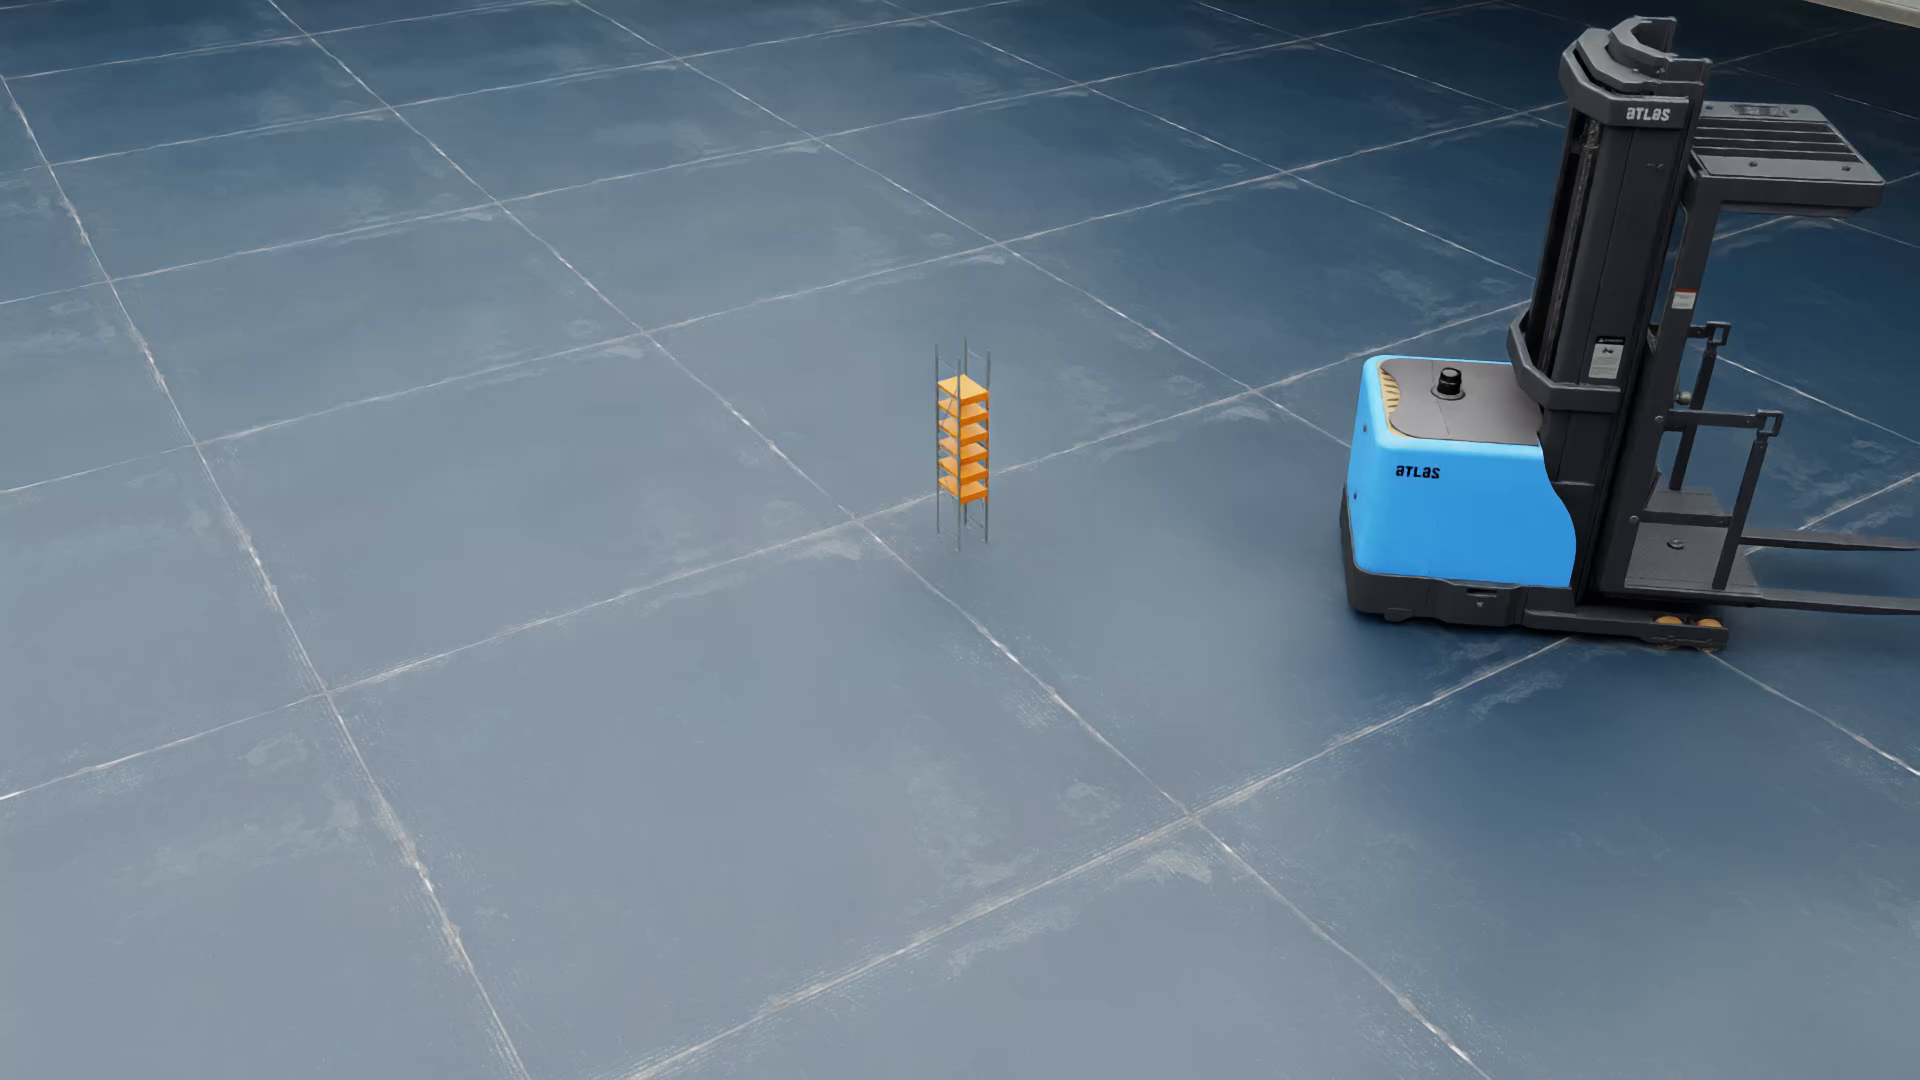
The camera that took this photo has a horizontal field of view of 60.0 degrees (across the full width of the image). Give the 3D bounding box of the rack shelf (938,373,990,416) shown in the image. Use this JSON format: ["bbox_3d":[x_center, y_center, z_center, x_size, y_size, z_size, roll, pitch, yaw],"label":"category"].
[{"bbox_3d":[0.012,-0.779,8.890,0.180,0.103,0.258,-19,37,-27],"label":"rack shelf"}]

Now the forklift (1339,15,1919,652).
[{"bbox_3d":[3.596,-0.973,8.167,3.031,2.935,1.130,4,32,7],"label":"forklift"}]

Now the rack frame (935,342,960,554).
[{"bbox_3d":[-0.065,-0.485,9.016,0.006,1.200,0.240,-19,37,-27],"label":"rack frame"}]

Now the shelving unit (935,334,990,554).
[{"bbox_3d":[0.012,-0.512,9.058,0.189,1.200,0.258,-19,37,-27],"label":"shelving unit"}]

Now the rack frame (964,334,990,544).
[{"bbox_3d":[0.089,-0.538,9.100,0.006,1.200,0.240,-19,37,-27],"label":"rack frame"}]

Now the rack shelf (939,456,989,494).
[{"bbox_3d":[0.012,-0.373,9.146,0.180,0.103,0.258,-19,37,-27],"label":"rack shelf"}]

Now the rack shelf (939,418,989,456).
[{"bbox_3d":[0.012,-0.576,9.018,0.180,0.103,0.258,-19,37,-27],"label":"rack shelf"}]

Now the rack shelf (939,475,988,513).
[{"bbox_3d":[0.012,-0.271,9.210,0.180,0.103,0.258,-19,37,-27],"label":"rack shelf"}]

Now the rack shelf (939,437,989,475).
[{"bbox_3d":[0.012,-0.474,9.082,0.180,0.103,0.258,-19,37,-27],"label":"rack shelf"}]

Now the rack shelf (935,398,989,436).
[{"bbox_3d":[0.012,-0.677,8.954,0.180,0.103,0.258,-19,37,-27],"label":"rack shelf"}]
